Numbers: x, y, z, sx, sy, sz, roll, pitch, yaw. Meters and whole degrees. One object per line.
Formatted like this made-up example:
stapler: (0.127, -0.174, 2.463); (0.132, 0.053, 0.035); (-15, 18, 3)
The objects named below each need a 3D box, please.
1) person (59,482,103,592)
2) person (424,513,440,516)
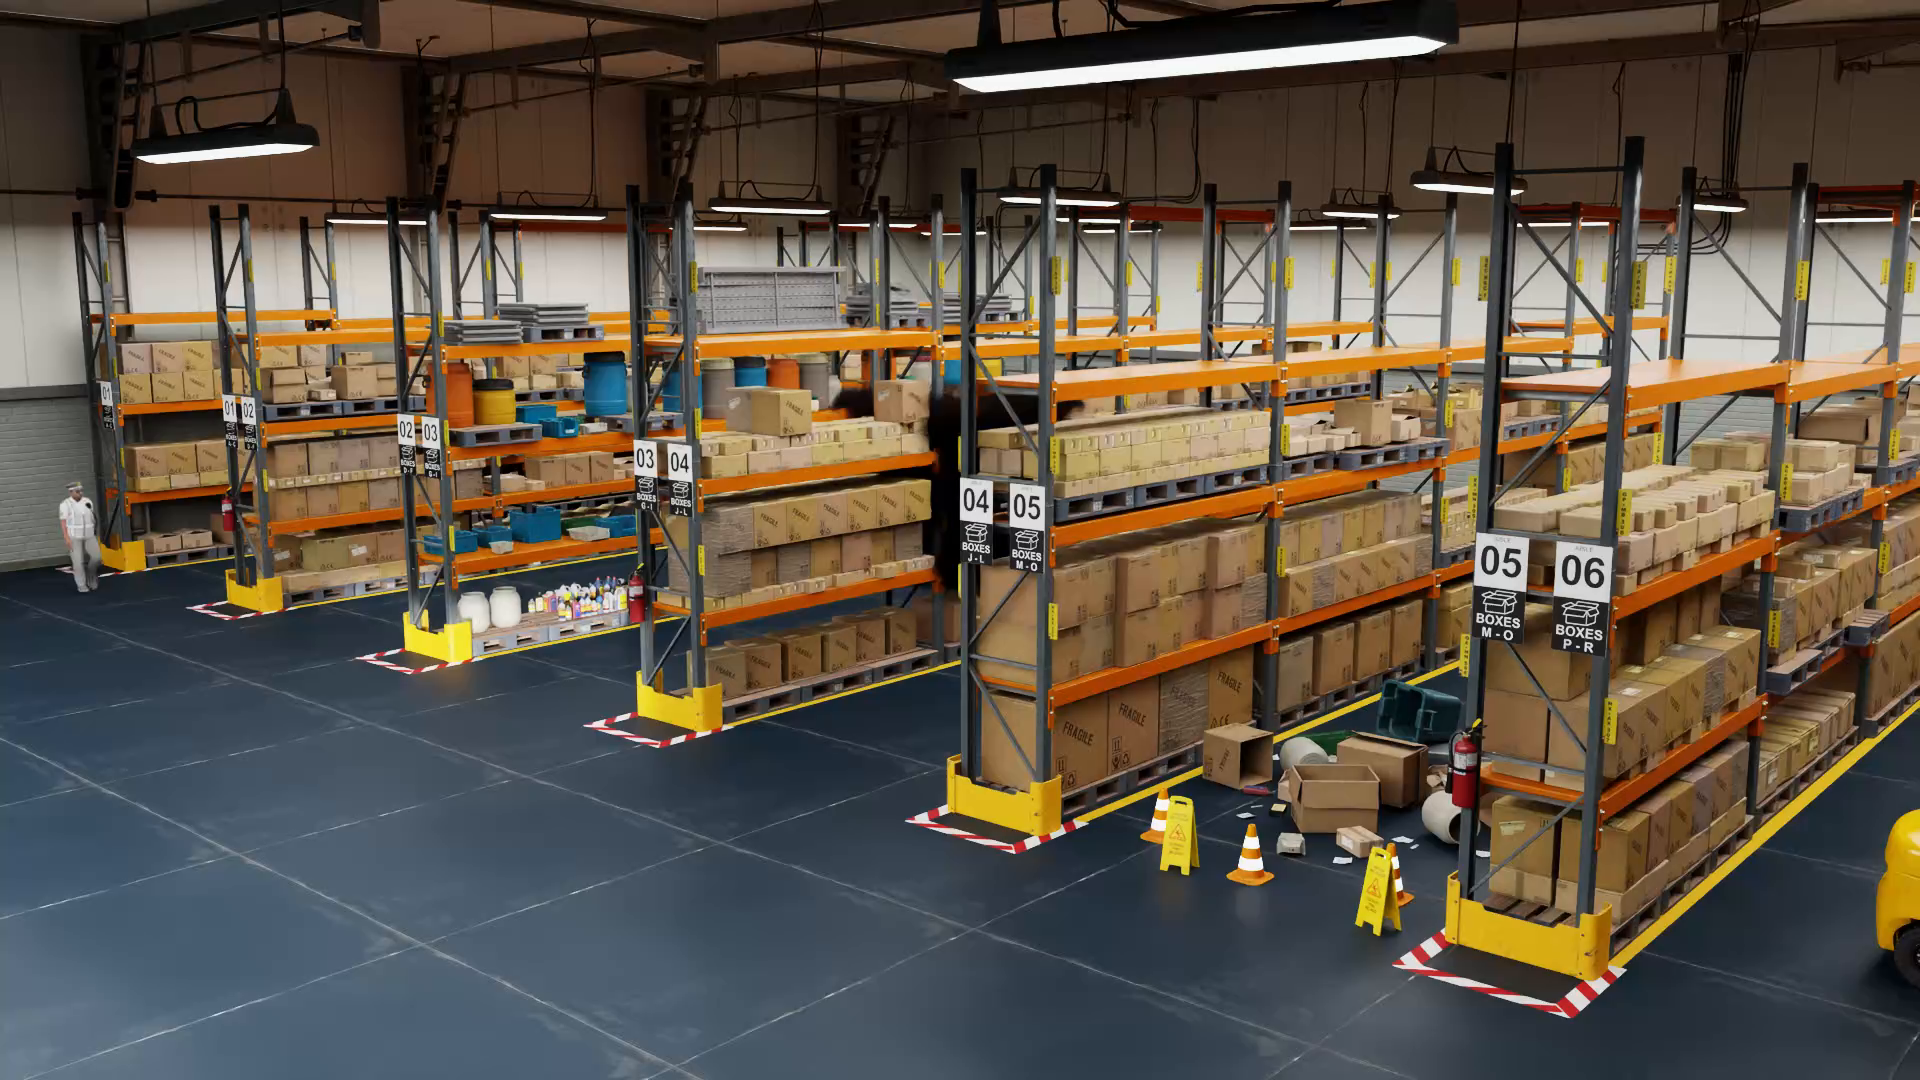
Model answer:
person: (-13.851, -0.043, 26.169); (0.467, 1.755, 0.533); (9, 13, 43)
person: (-9.703, -0.628, 30.271); (0.555, 1.683, 0.380); (-3, 10, -17)
